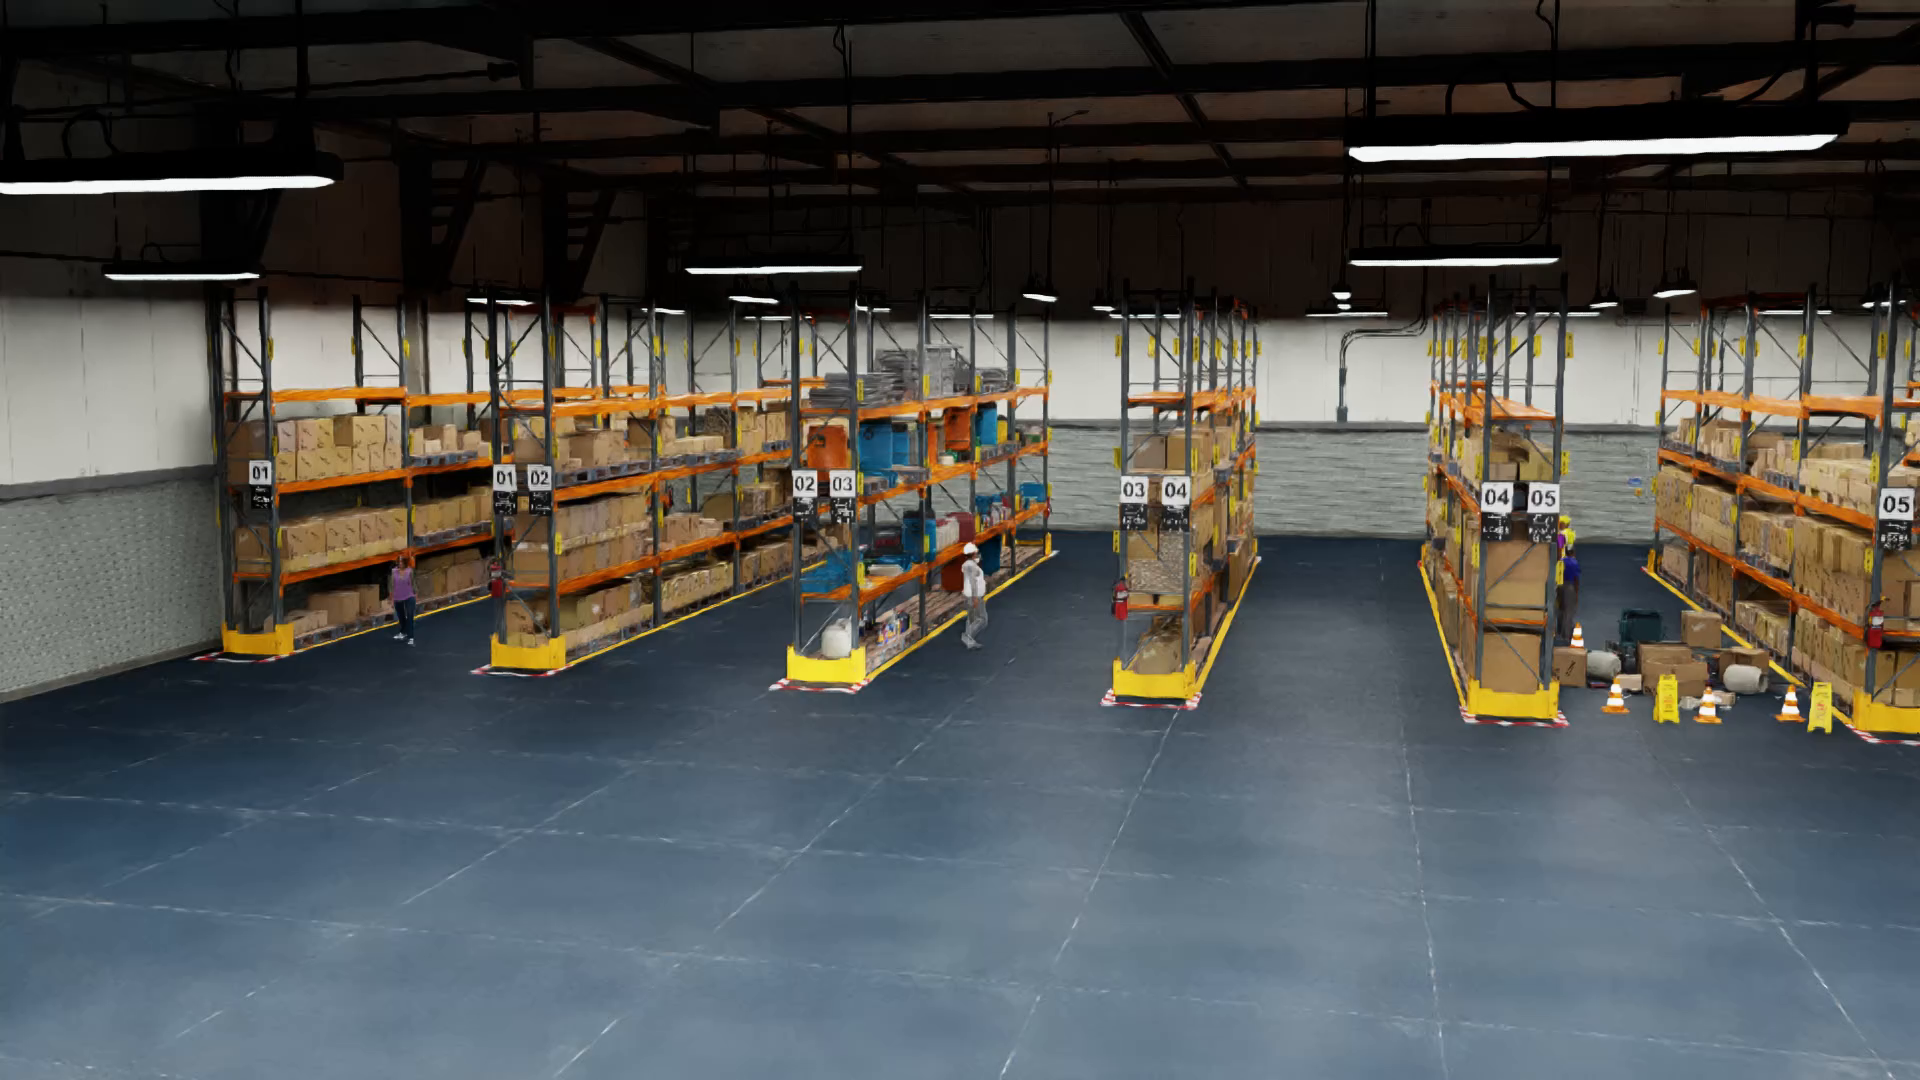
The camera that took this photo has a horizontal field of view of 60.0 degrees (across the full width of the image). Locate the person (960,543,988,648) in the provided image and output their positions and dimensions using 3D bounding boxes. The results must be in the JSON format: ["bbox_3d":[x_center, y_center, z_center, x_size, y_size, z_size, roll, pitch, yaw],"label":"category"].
[{"bbox_3d":[0.204,0.935,27.789,0.446,1.770,0.569,-2,7,-13],"label":"person"}]

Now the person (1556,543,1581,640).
[{"bbox_3d":[10.499,0.884,28.625,0.414,1.666,0.498,-2,7,-17],"label":"person"}]

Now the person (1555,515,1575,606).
[{"bbox_3d":[11.701,0.393,32.398,0.497,1.765,0.625,6,9,43],"label":"person"}]

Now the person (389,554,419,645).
[{"bbox_3d":[-9.469,0.989,28.303,0.453,1.538,0.879,-1,7,-10],"label":"person"}]
